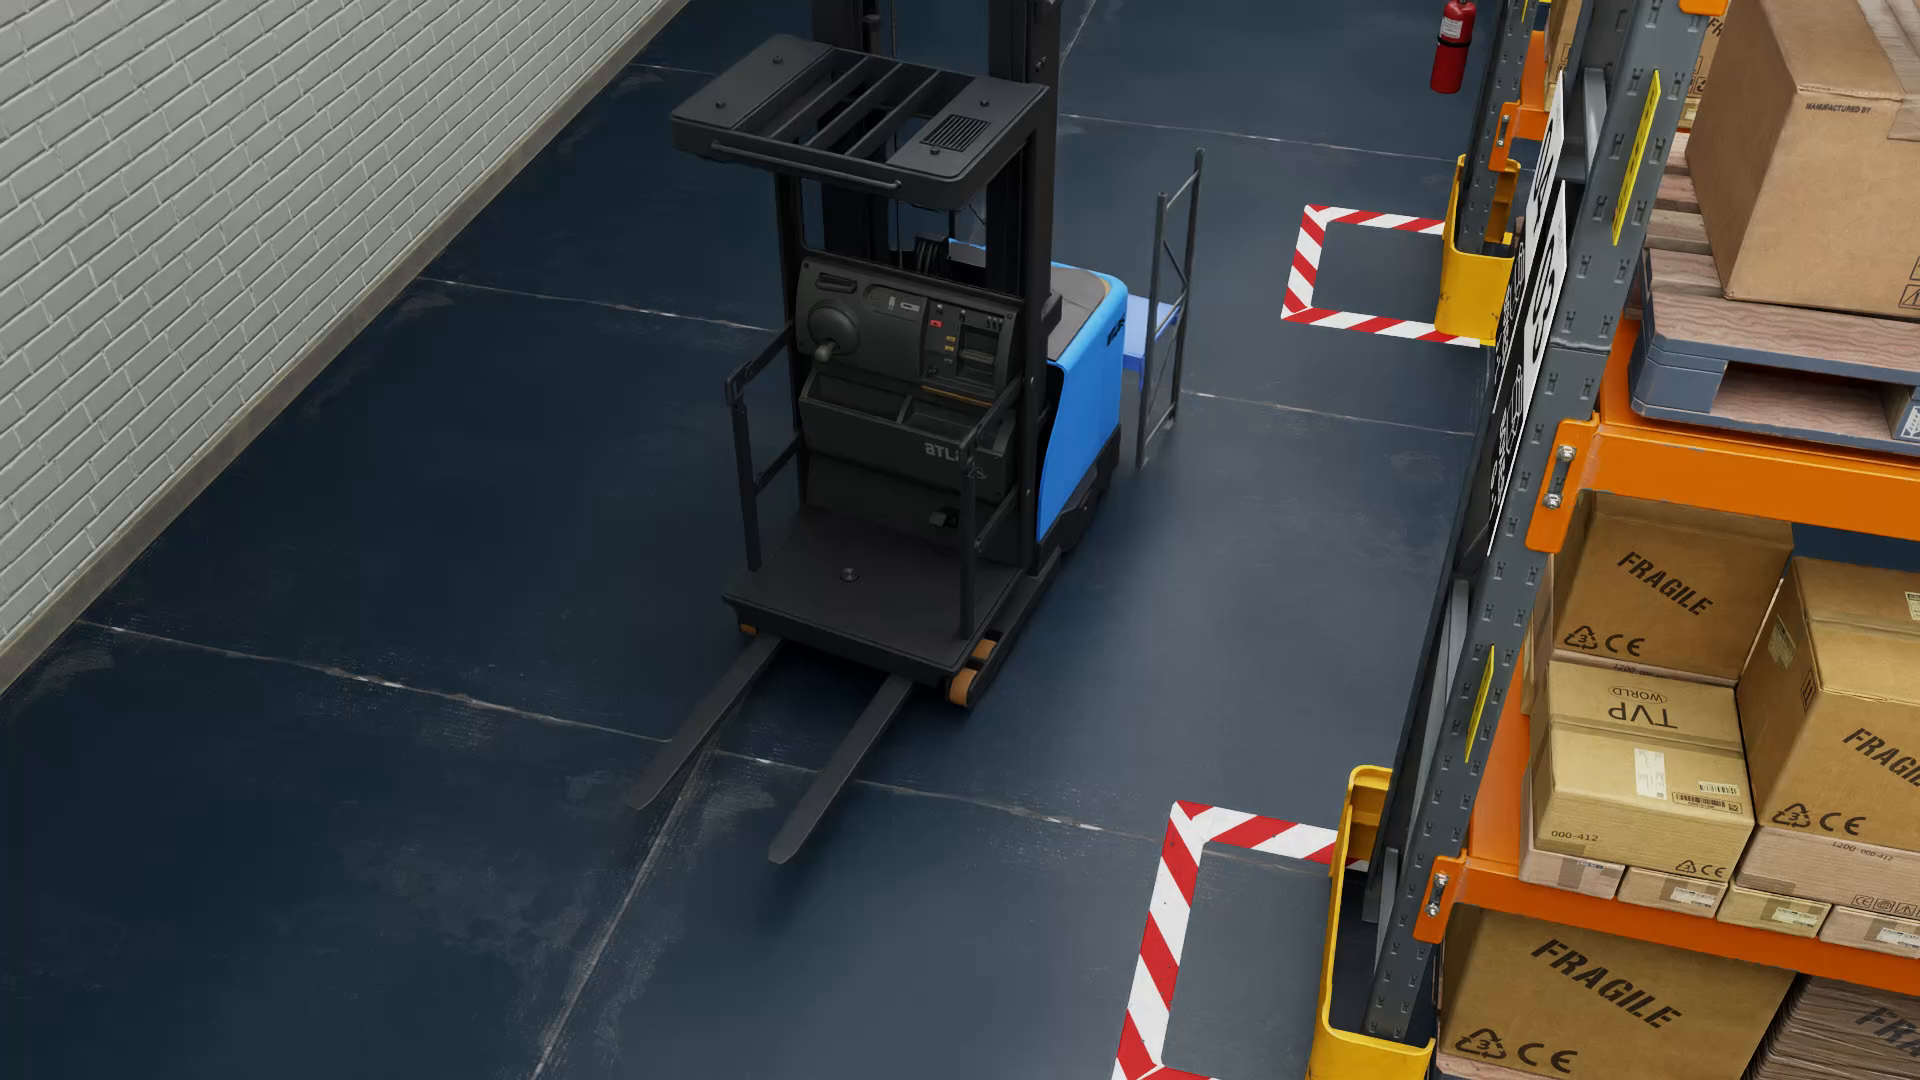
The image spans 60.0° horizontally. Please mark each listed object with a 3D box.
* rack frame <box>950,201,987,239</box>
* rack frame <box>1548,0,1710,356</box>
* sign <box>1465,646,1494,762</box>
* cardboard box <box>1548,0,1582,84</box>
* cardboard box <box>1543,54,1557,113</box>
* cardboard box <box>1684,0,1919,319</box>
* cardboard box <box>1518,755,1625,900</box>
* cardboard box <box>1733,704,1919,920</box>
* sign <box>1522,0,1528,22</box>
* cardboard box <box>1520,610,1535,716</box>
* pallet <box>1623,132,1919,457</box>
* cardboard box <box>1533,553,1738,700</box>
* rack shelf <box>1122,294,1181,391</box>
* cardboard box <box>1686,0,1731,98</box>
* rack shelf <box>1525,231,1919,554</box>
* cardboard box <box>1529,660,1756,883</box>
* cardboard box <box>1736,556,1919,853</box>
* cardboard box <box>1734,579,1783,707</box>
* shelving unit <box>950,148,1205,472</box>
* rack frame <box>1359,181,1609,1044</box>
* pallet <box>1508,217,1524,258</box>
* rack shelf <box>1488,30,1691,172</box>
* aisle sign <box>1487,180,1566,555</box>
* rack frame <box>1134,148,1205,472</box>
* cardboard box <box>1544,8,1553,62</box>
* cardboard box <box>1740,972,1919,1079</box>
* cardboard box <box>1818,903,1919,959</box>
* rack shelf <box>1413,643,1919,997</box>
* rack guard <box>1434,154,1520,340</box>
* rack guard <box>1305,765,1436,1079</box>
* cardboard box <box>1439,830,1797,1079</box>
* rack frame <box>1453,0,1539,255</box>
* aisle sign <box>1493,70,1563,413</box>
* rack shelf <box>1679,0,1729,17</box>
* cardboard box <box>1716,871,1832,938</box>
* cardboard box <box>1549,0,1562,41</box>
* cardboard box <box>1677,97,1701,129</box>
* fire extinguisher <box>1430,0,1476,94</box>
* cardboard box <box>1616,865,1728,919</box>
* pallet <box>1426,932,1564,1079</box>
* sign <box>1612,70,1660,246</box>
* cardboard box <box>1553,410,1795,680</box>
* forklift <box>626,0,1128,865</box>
[{"bbox_3d":[0.077,-1.353,8.195,0.032,1.500,0.500,18,43,20],"label":"rack frame"},{"bbox_3d":[1.457,-1.864,2.972,0.127,3.000,1.000,10,41,11],"label":"rack frame"},{"bbox_3d":[1.308,0.416,4.188,0.005,0.325,0.100,10,41,11],"label":"sign"},{"bbox_3d":[3.199,-2.537,8.129,0.500,0.500,0.500,12,41,13],"label":"cardboard box"},{"bbox_3d":[3.065,-2.277,8.325,0.250,0.149,0.380,9,41,11],"label":"cardboard box"},{"bbox_3d":[1.973,-0.899,3.674,0.500,0.500,0.700,7,41,9],"label":"cardboard box"},{"bbox_3d":[1.715,0.794,4.668,0.250,0.149,0.380,10,41,12],"label":"cardboard box"},{"bbox_3d":[2.355,0.707,4.461,0.500,0.250,0.500,9,41,11],"label":"cardboard box"},{"bbox_3d":[2.697,-2.625,7.871,0.005,0.325,0.100,10,41,11],"label":"sign"},{"bbox_3d":[1.886,0.384,5.155,0.250,0.149,0.380,11,41,12],"label":"cardboard box"},{"bbox_3d":[2.176,-0.564,3.826,1.213,0.211,1.003,10,41,11],"label":"pallet"},{"bbox_3d":[1.994,0.293,4.954,0.500,0.250,0.500,9,41,11],"label":"cardboard box"},{"bbox_3d":[0.530,-1.067,8.134,1.000,0.185,0.538,18,43,20],"label":"rack shelf"},{"bbox_3d":[3.723,-2.464,8.042,0.500,0.500,0.500,10,41,12],"label":"cardboard box"},{"bbox_3d":[3.389,-0.107,3.772,4.000,0.370,1.077,10,41,11],"label":"rack shelf"},{"bbox_3d":[1.851,0.625,4.559,0.500,0.250,0.500,9,41,10],"label":"cardboard box"},{"bbox_3d":[2.334,0.421,4.219,0.500,0.500,0.500,9,41,10],"label":"cardboard box"},{"bbox_3d":[2.484,0.378,4.853,0.500,0.250,0.500,9,41,11],"label":"cardboard box"},{"bbox_3d":[0.530,-1.205,8.018,1.048,1.500,0.538,18,43,20],"label":"shelving unit"},{"bbox_3d":[1.457,0.434,4.901,0.127,3.000,1.000,10,41,11],"label":"rack frame"},{"bbox_3d":[3.686,-1.394,9.245,1.213,0.211,1.003,10,41,11],"label":"pallet"},{"bbox_3d":[4.769,-2.023,8.386,4.000,0.370,1.077,10,41,11],"label":"rack shelf"},{"bbox_3d":[1.310,-0.388,3.858,0.004,0.787,0.394,10,41,11],"label":"aisle sign"},{"bbox_3d":[0.983,-1.056,7.841,0.032,1.500,0.500,18,43,20],"label":"rack frame"},{"bbox_3d":[3.225,-2.656,8.776,0.250,0.149,0.380,10,41,11],"label":"cardboard box"},{"bbox_3d":[2.975,1.294,5.202,0.875,0.875,0.875,10,41,11],"label":"cardboard box"},{"bbox_3d":[2.463,0.921,4.517,0.250,0.149,0.380,9,41,11],"label":"cardboard box"},{"bbox_3d":[3.389,1.042,4.737,4.000,0.370,1.077,10,41,11],"label":"rack shelf"},{"bbox_3d":[2.910,-1.661,9.339,0.348,0.500,1.175,10,41,11],"label":"rack guard"},{"bbox_3d":[1.434,1.387,5.710,0.348,0.500,1.175,10,41,11],"label":"rack guard"},{"bbox_3d":[2.096,1.143,5.382,0.875,0.875,0.875,10,41,11],"label":"cardboard box"},{"bbox_3d":[2.837,-2.631,8.550,0.127,3.000,1.000,10,41,11],"label":"rack frame"},{"bbox_3d":[1.465,-0.760,4.301,0.004,0.787,0.394,10,41,11],"label":"aisle sign"},{"bbox_3d":[3.389,-1.103,2.936,4.000,0.370,1.077,10,41,11],"label":"rack shelf"},{"bbox_3d":[2.210,0.878,4.568,0.250,0.149,0.380,9,41,10],"label":"cardboard box"},{"bbox_3d":[3.338,-2.868,8.524,0.500,0.500,0.500,11,41,12],"label":"cardboard box"},{"bbox_3d":[3.568,-2.183,8.212,0.250,0.149,0.380,9,41,10],"label":"cardboard box"},{"bbox_3d":[2.713,-2.787,9.086,0.183,0.674,0.296,10,41,11],"label":"fire extinguisher"},{"bbox_3d":[1.963,0.836,4.618,0.250,0.149,0.380,9,41,11],"label":"cardboard box"},{"bbox_3d":[2.250,1.586,5.698,1.213,0.211,1.003,10,41,11],"label":"pallet"},{"bbox_3d":[1.308,-0.736,3.221,0.005,0.325,0.100,10,41,11],"label":"sign"},{"bbox_3d":[1.996,0.008,4.711,0.500,0.500,0.500,10,41,12],"label":"cardboard box"},{"bbox_3d":[-0.309,-0.750,6.364,1.130,2.935,3.031,17,43,19],"label":"forklift"}]
